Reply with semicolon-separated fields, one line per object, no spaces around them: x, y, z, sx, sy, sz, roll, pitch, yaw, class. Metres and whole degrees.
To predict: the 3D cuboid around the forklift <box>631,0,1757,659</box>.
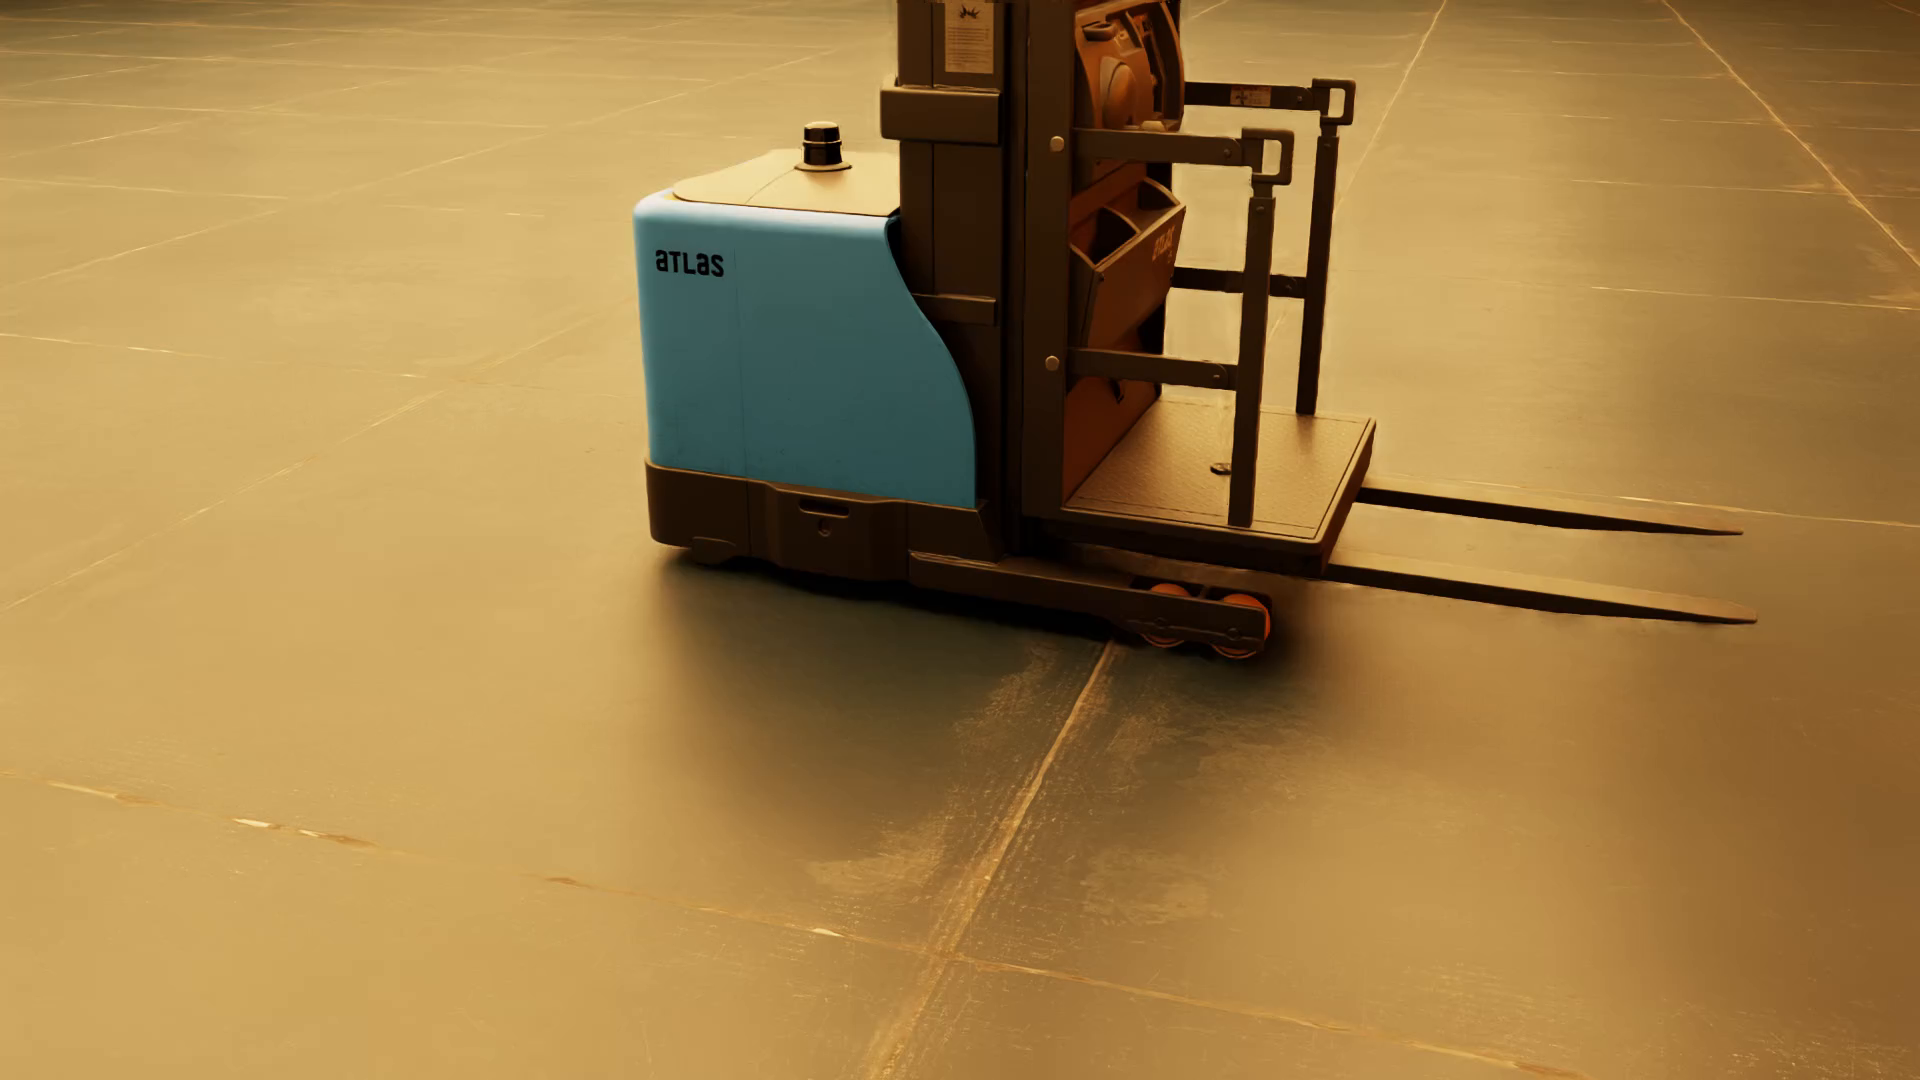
0.643;-1.272;4.361;3.031;2.935;1.130;8;24;19;forklift
